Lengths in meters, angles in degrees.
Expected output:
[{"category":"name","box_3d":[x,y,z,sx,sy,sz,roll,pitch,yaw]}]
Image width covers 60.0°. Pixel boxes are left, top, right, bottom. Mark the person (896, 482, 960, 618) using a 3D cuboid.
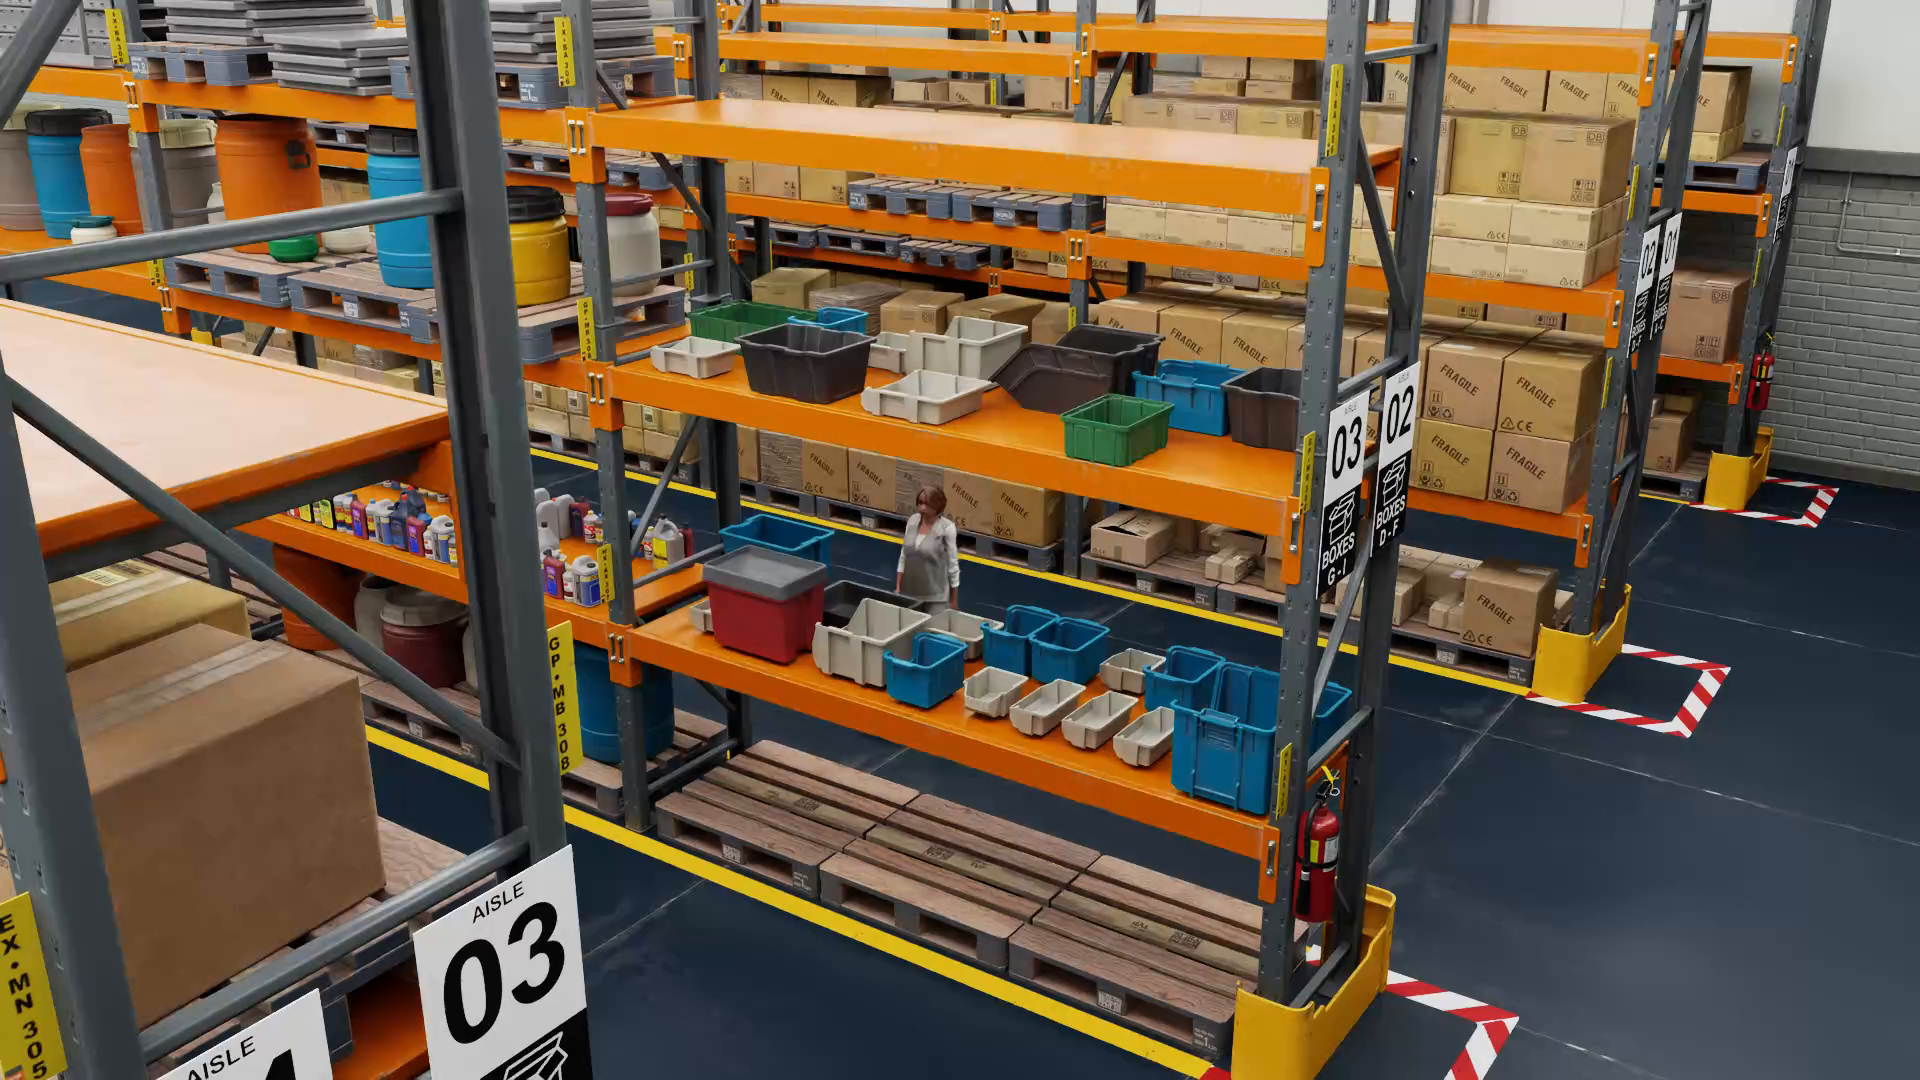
[{"category":"person","box_3d":[-0.241,0.391,11.037,0.419,1.582,0.690,14,24,33]}]
